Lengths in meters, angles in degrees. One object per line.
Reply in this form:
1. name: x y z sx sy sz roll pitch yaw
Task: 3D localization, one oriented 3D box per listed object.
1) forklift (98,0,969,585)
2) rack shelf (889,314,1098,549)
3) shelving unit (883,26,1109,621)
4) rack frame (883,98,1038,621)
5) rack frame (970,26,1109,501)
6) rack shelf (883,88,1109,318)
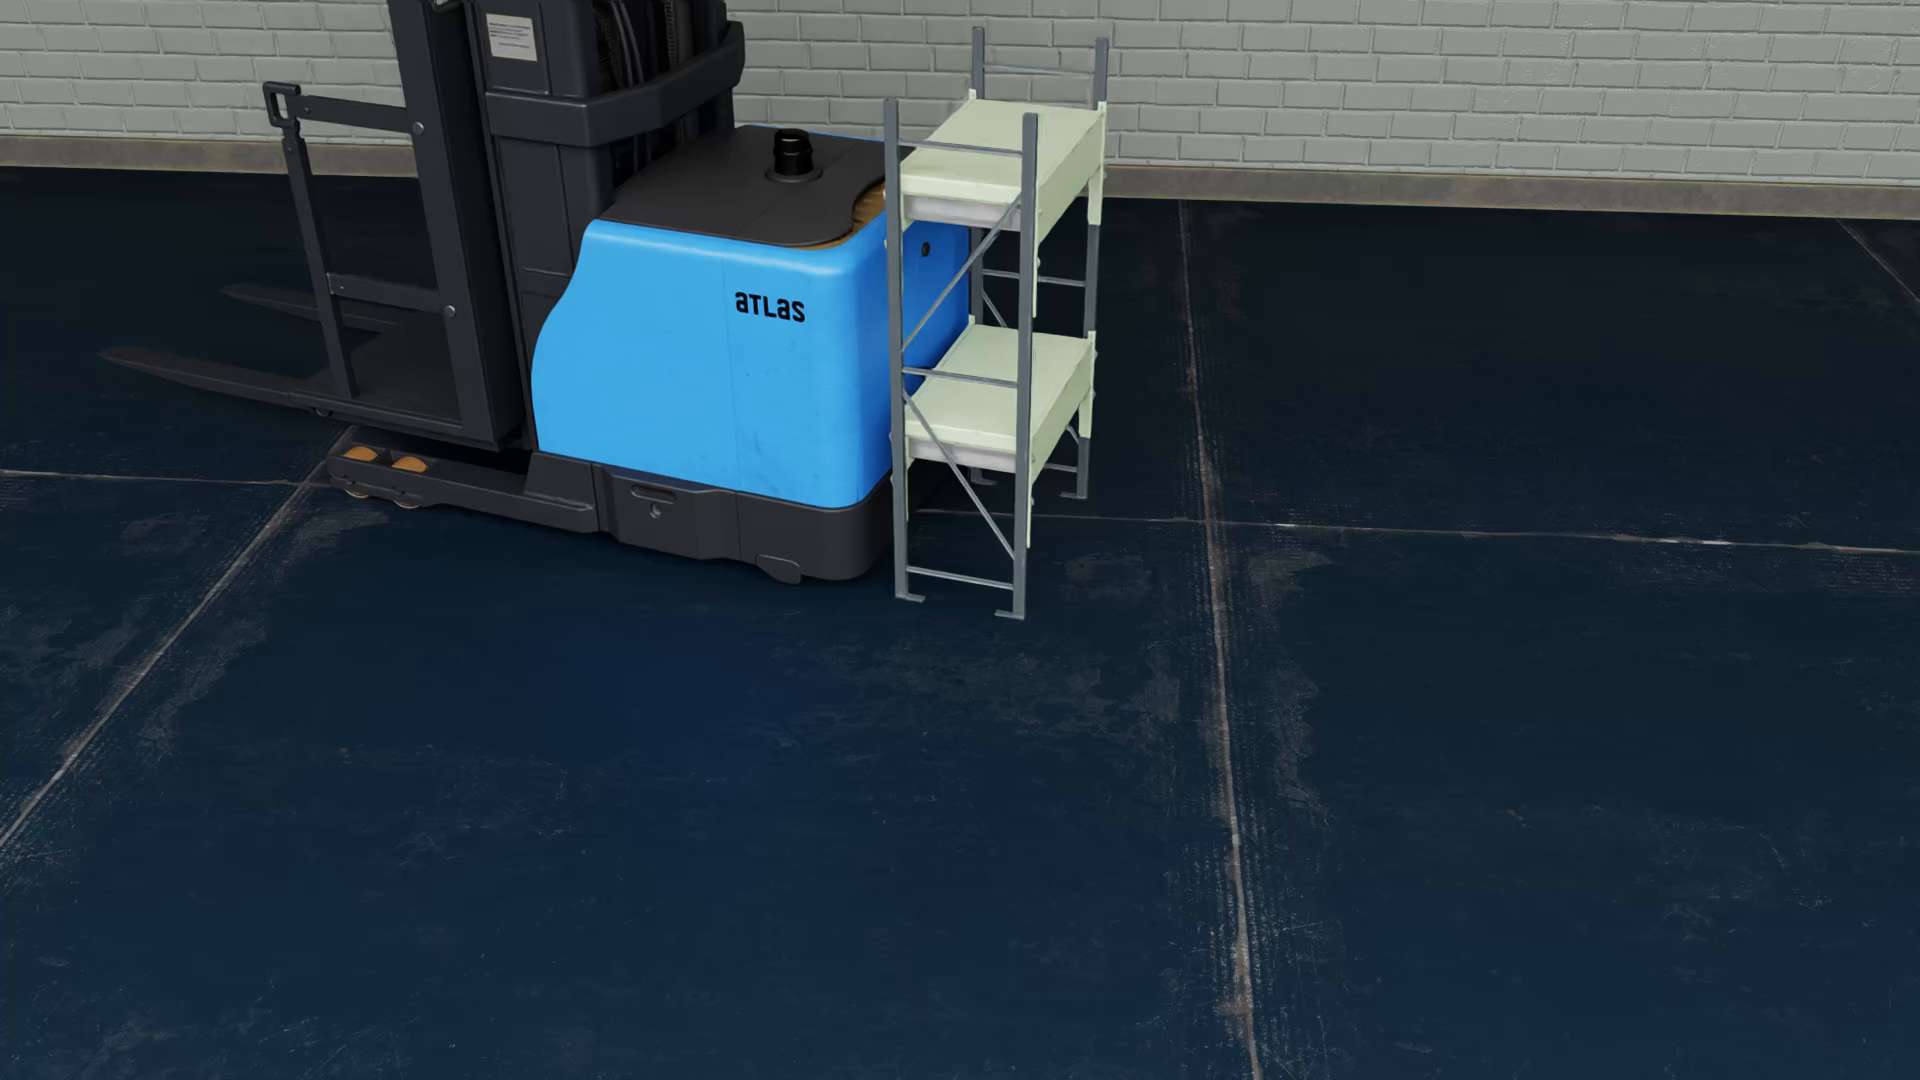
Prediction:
1. forklift: -1.528 -1.593 5.042 3.031 2.935 1.130 11 33 18
2. rack shelf: 0.114 -0.345 5.001 0.431 0.370 0.720 10 33 15
3. shelving unit: 0.114 -0.622 4.830 0.431 1.500 0.755 10 33 15
4. rack frame: 0.000 -0.440 4.534 0.400 1.500 0.023 10 33 15
5. rack frame: 0.228 -0.805 5.127 0.400 1.500 0.023 10 33 15
6. rack shelf: 0.114 -0.955 4.626 0.431 0.370 0.720 10 33 15
